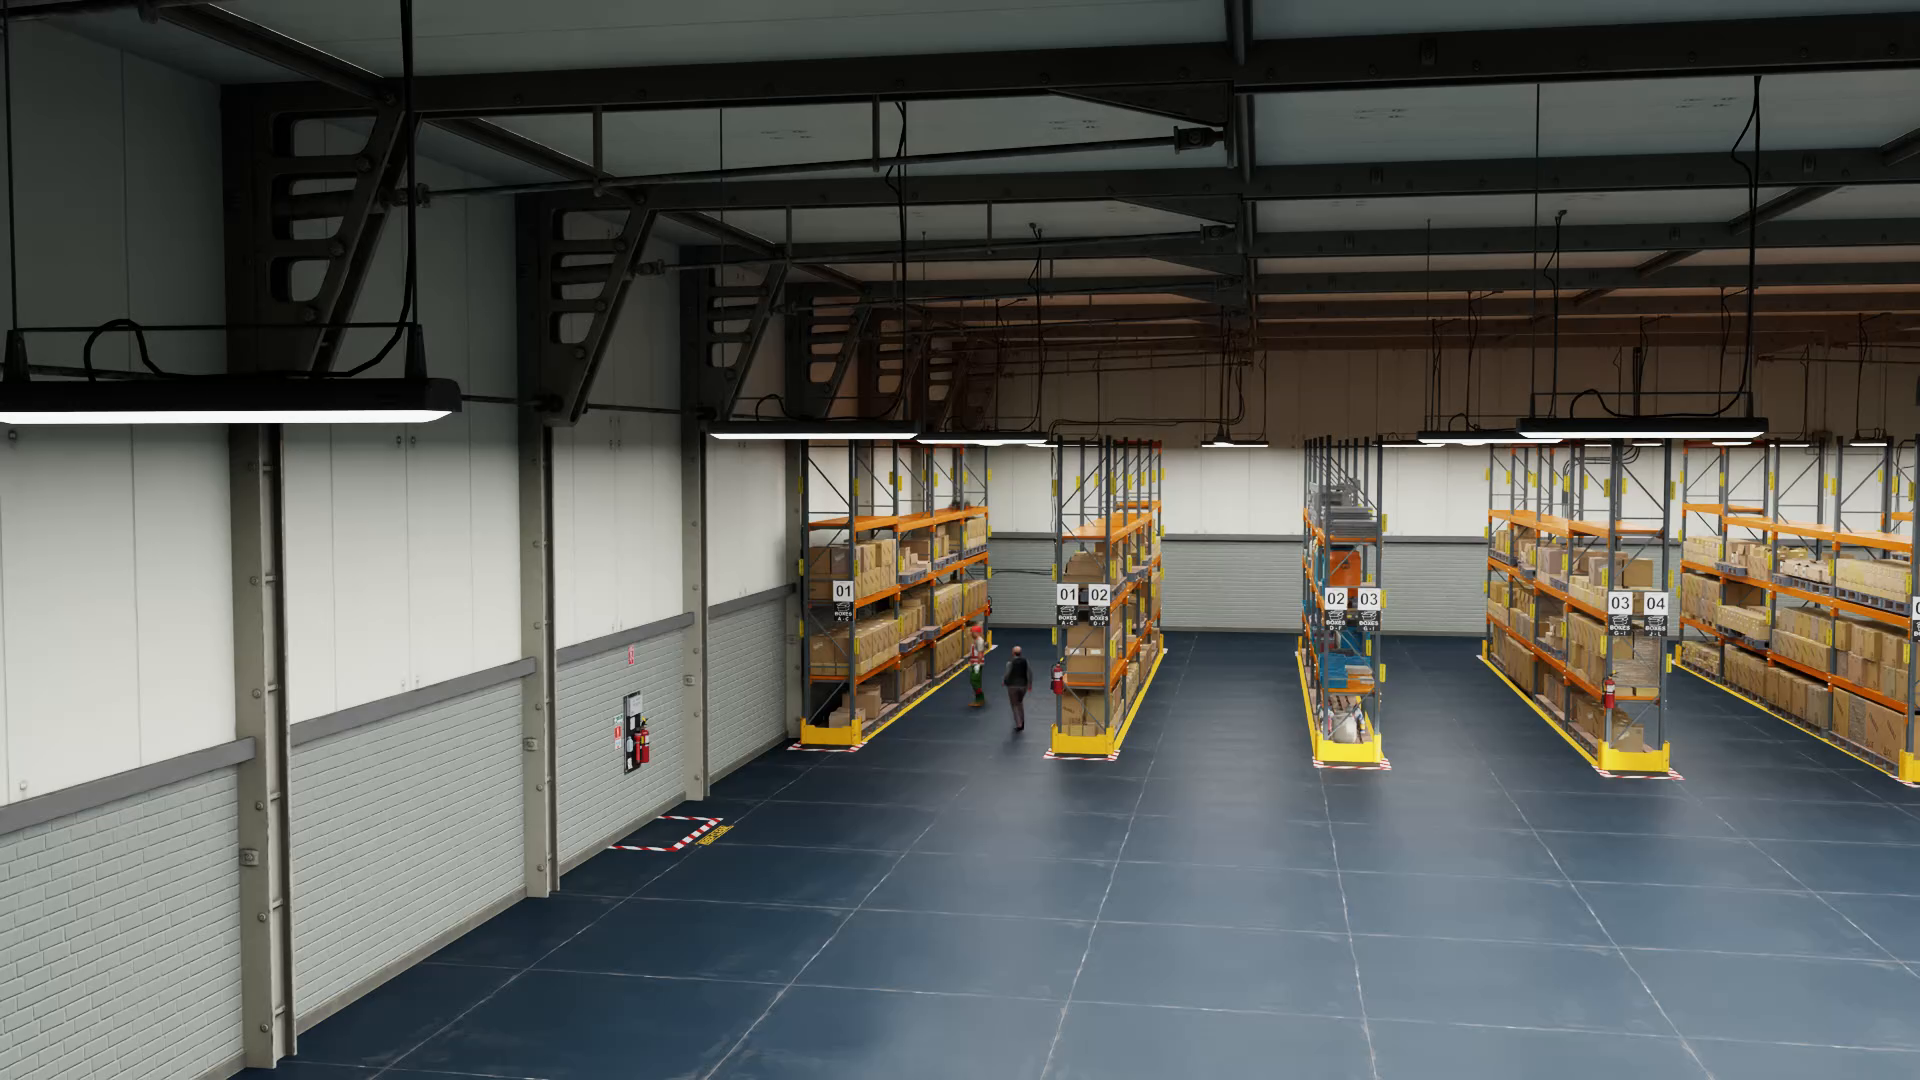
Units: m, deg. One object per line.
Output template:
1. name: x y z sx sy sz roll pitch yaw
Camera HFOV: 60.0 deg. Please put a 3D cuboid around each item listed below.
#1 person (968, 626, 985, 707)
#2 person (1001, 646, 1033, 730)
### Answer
1. person: 0.368 2.818 37.162 0.355 1.803 0.586 0 3 -7
2. person: 1.197 3.103 34.155 0.571 1.695 0.608 -1 3 -24
